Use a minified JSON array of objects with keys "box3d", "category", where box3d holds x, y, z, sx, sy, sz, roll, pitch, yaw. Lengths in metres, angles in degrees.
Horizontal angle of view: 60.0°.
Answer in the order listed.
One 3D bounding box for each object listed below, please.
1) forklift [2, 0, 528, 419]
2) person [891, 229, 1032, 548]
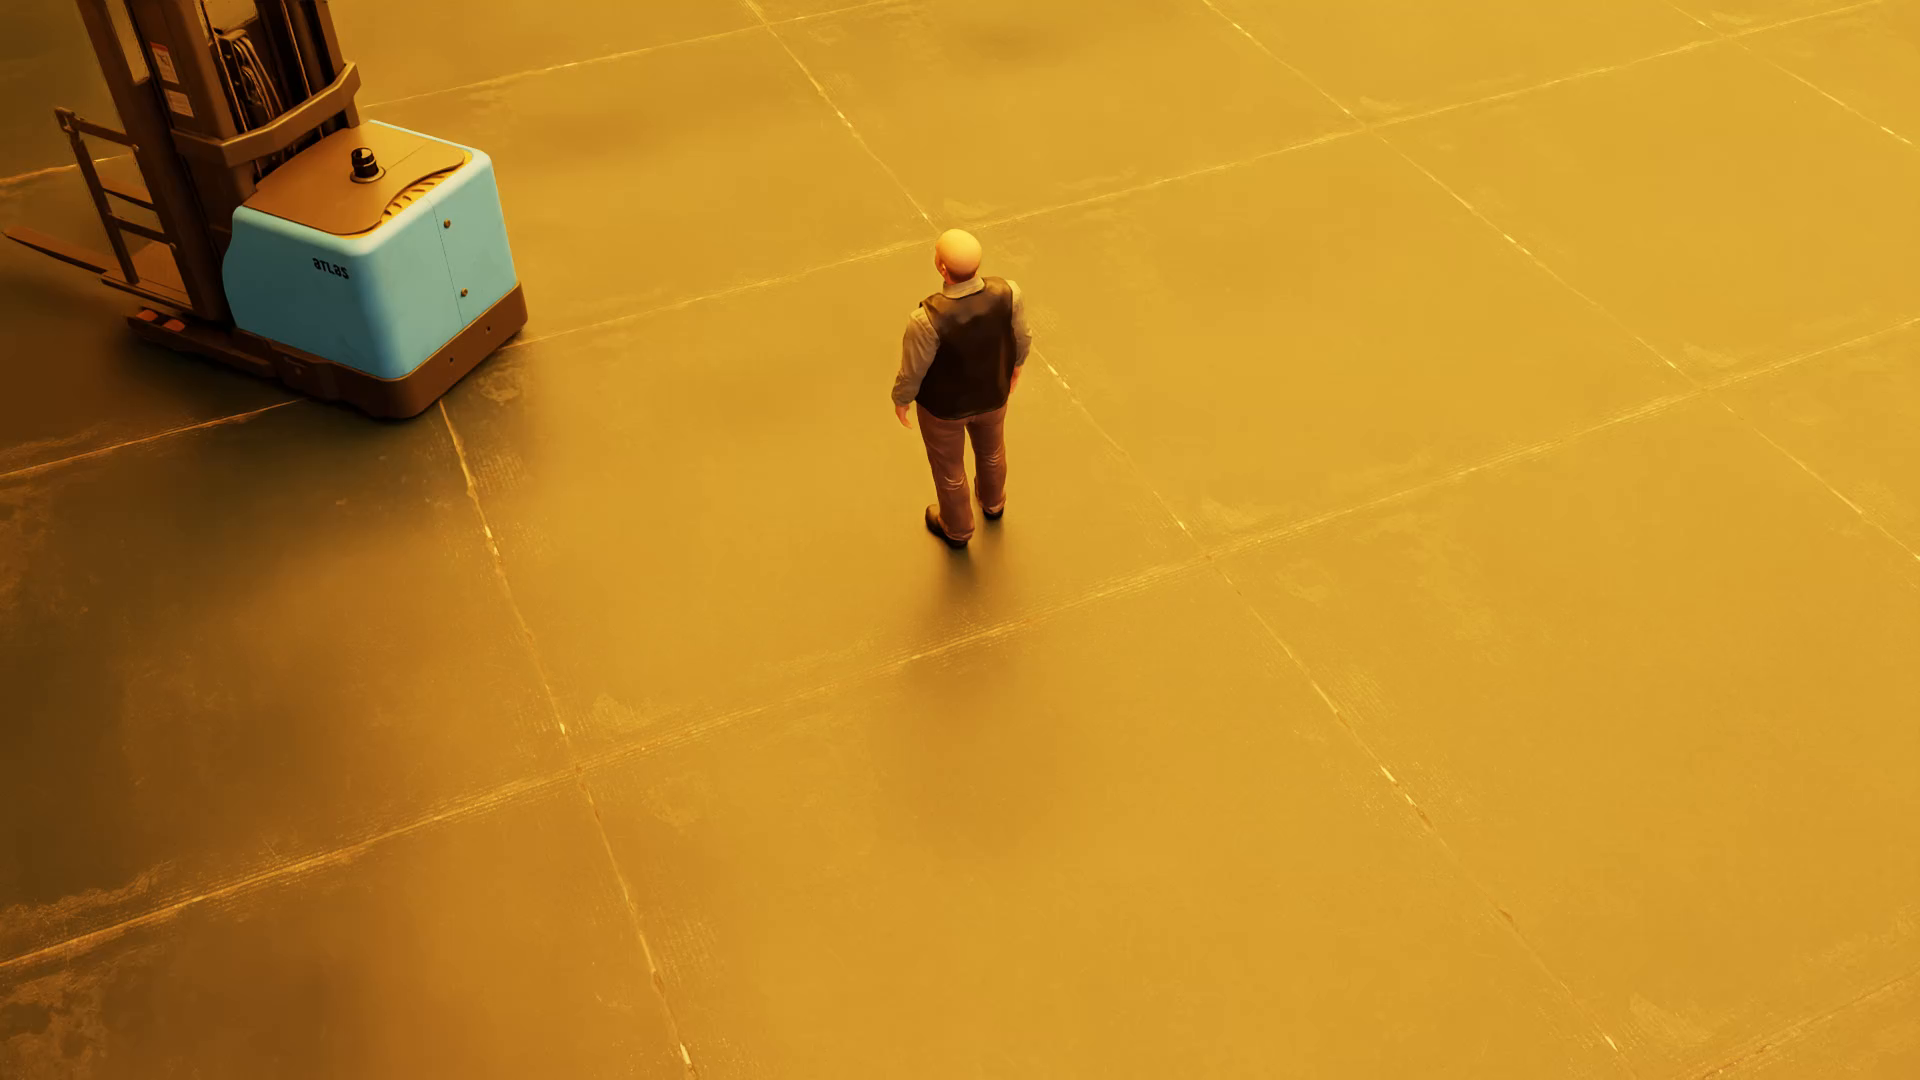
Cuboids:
[{"box3d":[-3.892,-2.387,8.237,3.031,2.935,1.130,19,46,19],"category":"forklift"},{"box3d":[-0.020,-0.676,7.280,0.633,1.722,0.566,-18,46,-18],"category":"person"}]
